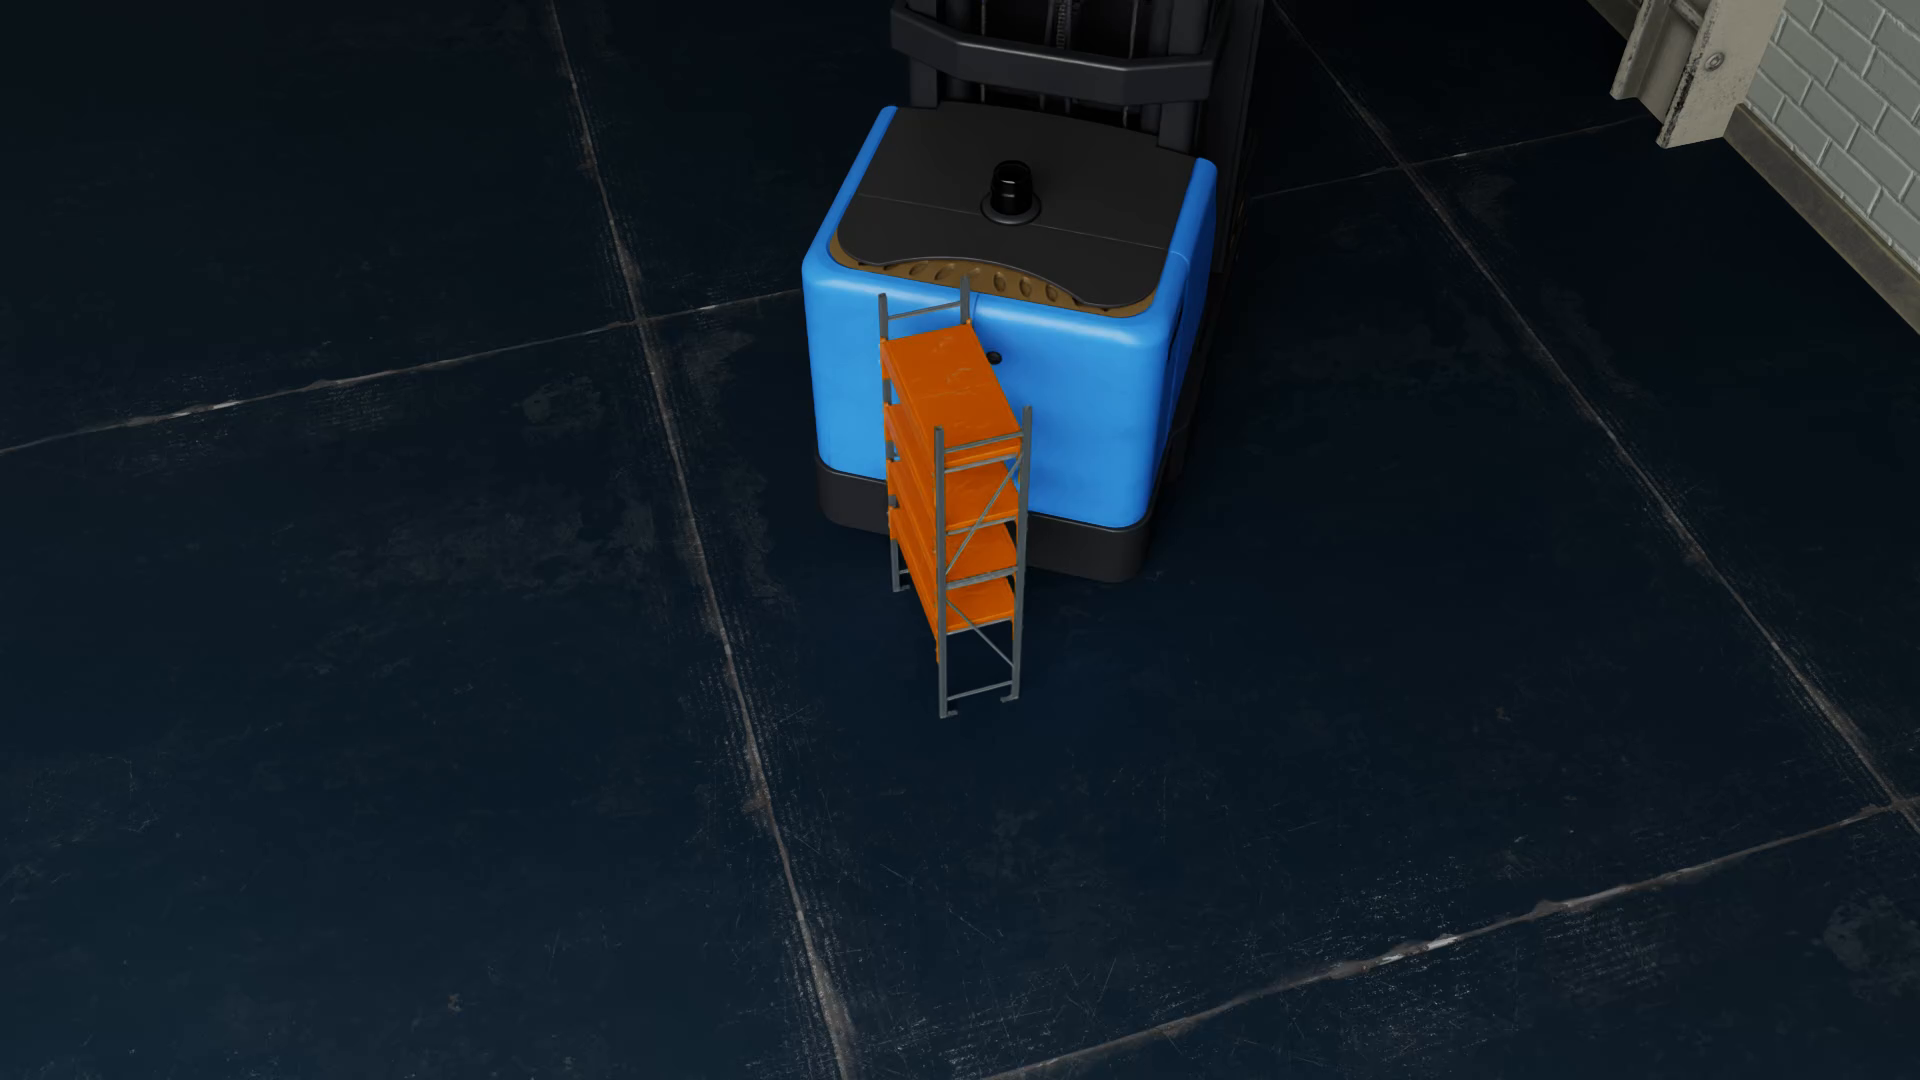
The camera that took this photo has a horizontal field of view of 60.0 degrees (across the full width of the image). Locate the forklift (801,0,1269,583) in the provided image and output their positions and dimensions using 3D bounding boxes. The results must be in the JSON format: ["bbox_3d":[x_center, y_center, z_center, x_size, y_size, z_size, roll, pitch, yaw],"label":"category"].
[{"bbox_3d":[0.443,-1.972,4.995,1.130,2.935,3.031,12,51,10],"label":"forklift"}]

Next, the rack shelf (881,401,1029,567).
[{"bbox_3d":[-0.018,-0.180,4.412,0.258,0.148,0.480,-14,51,-11],"label":"rack shelf"}]

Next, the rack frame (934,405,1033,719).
[{"bbox_3d":[0.056,0.099,4.382,0.240,1.200,0.015,-14,51,-11],"label":"rack frame"}]

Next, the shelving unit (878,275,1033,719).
[{"bbox_3d":[-0.018,-0.079,4.532,0.258,1.200,0.503,-14,51,-11],"label":"shelving unit"}]

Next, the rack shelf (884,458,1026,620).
[{"bbox_3d":[-0.018,-0.036,4.583,0.258,0.148,0.480,-14,51,-11],"label":"rack shelf"}]

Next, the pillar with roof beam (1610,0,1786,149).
[{"bbox_3d":[-1.256,-3.647,2.439,9.100,9.000,0.400,-13,51,-11],"label":"pillar with roof beam"}]

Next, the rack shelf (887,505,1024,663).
[{"bbox_3d":[-0.018,0.092,4.735,0.258,0.148,0.480,-14,51,-11],"label":"rack shelf"}]

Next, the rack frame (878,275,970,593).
[{"bbox_3d":[-0.091,-0.257,4.682,0.240,1.200,0.015,-14,51,-11],"label":"rack frame"}]

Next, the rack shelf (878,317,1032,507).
[{"bbox_3d":[-0.018,-0.332,4.231,0.258,0.148,0.480,-14,51,-11],"label":"rack shelf"}]
